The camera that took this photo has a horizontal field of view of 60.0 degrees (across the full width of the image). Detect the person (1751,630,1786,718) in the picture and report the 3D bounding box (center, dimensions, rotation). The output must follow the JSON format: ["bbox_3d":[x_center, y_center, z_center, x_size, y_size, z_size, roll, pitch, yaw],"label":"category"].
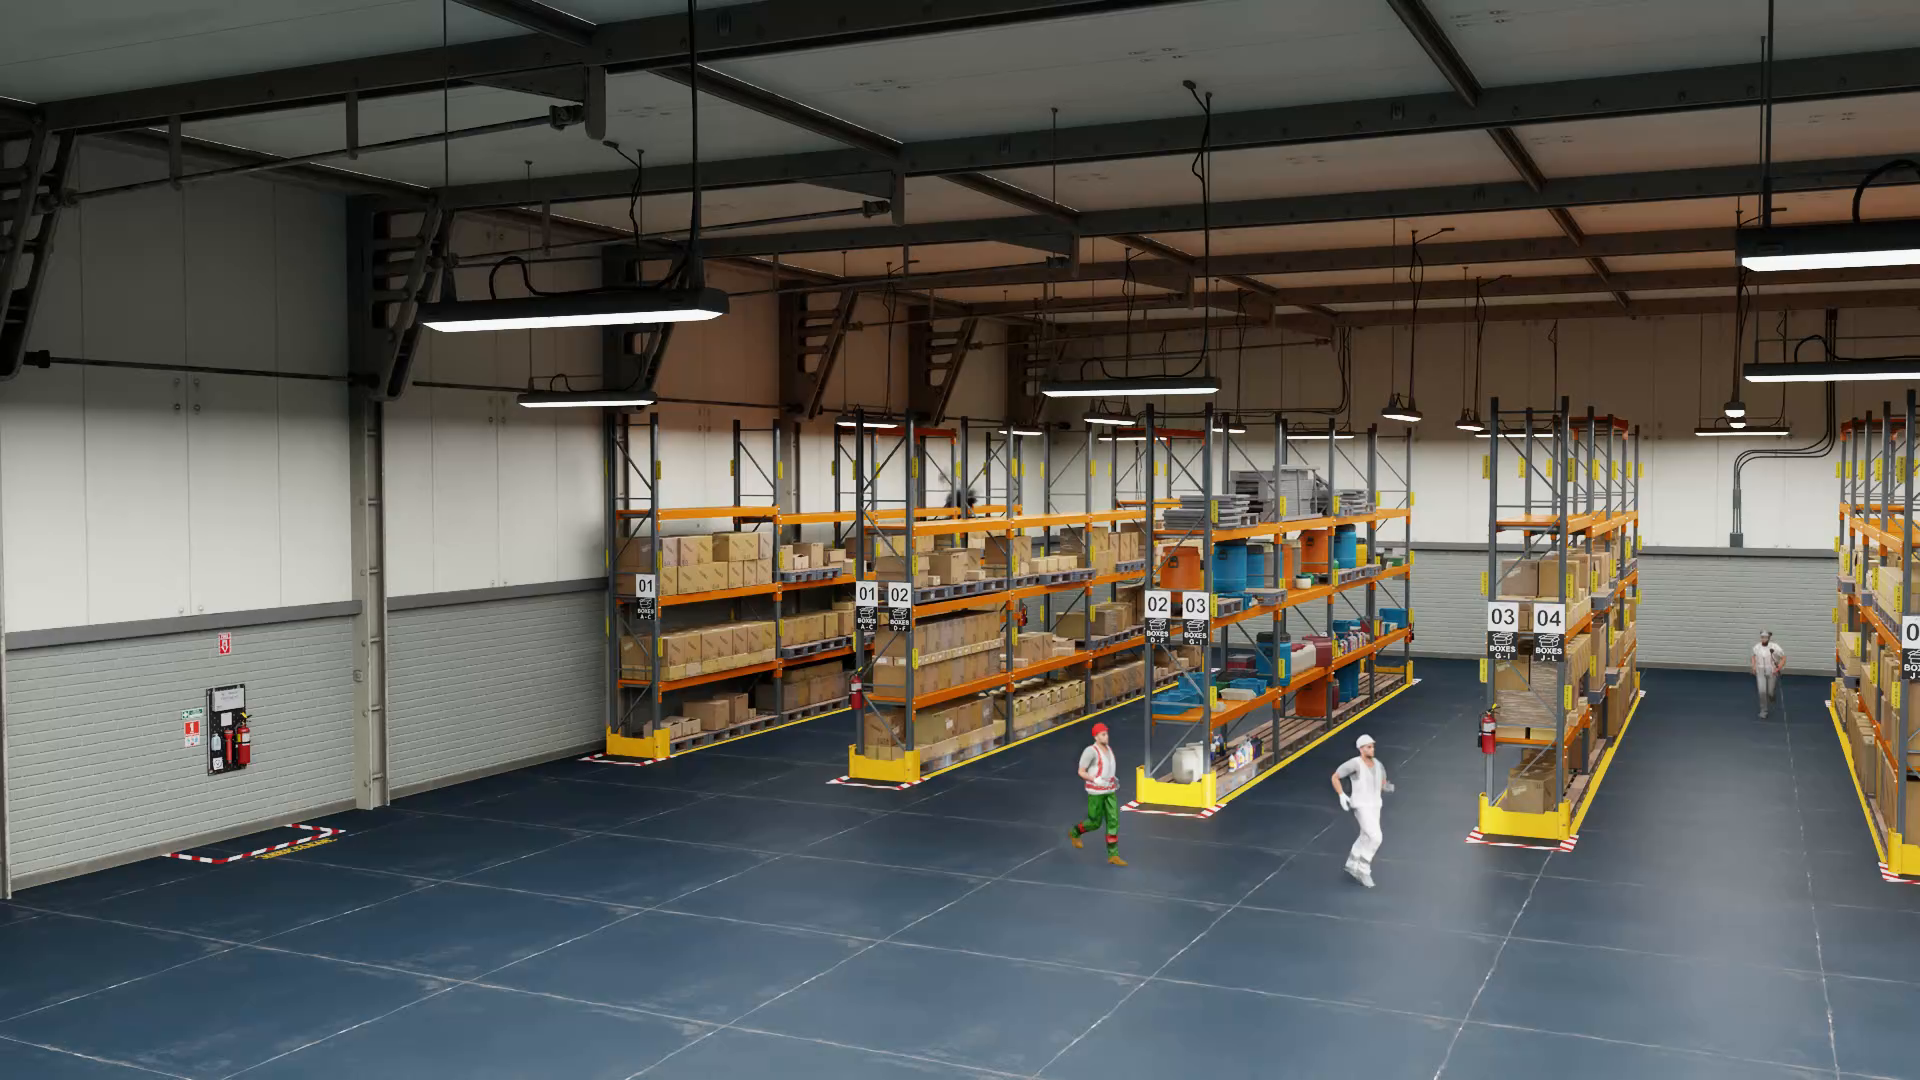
[{"bbox_3d":[16.472,2.713,33.893,0.665,1.790,0.711,2,3,38],"label":"person"}]

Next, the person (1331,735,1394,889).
[{"bbox_3d":[4.908,3.263,20.061,0.645,1.818,0.741,-2,3,-36],"label":"person"}]

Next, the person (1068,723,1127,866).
[{"bbox_3d":[1.771,3.218,21.208,0.653,1.774,0.959,-2,3,-41],"label":"person"}]
